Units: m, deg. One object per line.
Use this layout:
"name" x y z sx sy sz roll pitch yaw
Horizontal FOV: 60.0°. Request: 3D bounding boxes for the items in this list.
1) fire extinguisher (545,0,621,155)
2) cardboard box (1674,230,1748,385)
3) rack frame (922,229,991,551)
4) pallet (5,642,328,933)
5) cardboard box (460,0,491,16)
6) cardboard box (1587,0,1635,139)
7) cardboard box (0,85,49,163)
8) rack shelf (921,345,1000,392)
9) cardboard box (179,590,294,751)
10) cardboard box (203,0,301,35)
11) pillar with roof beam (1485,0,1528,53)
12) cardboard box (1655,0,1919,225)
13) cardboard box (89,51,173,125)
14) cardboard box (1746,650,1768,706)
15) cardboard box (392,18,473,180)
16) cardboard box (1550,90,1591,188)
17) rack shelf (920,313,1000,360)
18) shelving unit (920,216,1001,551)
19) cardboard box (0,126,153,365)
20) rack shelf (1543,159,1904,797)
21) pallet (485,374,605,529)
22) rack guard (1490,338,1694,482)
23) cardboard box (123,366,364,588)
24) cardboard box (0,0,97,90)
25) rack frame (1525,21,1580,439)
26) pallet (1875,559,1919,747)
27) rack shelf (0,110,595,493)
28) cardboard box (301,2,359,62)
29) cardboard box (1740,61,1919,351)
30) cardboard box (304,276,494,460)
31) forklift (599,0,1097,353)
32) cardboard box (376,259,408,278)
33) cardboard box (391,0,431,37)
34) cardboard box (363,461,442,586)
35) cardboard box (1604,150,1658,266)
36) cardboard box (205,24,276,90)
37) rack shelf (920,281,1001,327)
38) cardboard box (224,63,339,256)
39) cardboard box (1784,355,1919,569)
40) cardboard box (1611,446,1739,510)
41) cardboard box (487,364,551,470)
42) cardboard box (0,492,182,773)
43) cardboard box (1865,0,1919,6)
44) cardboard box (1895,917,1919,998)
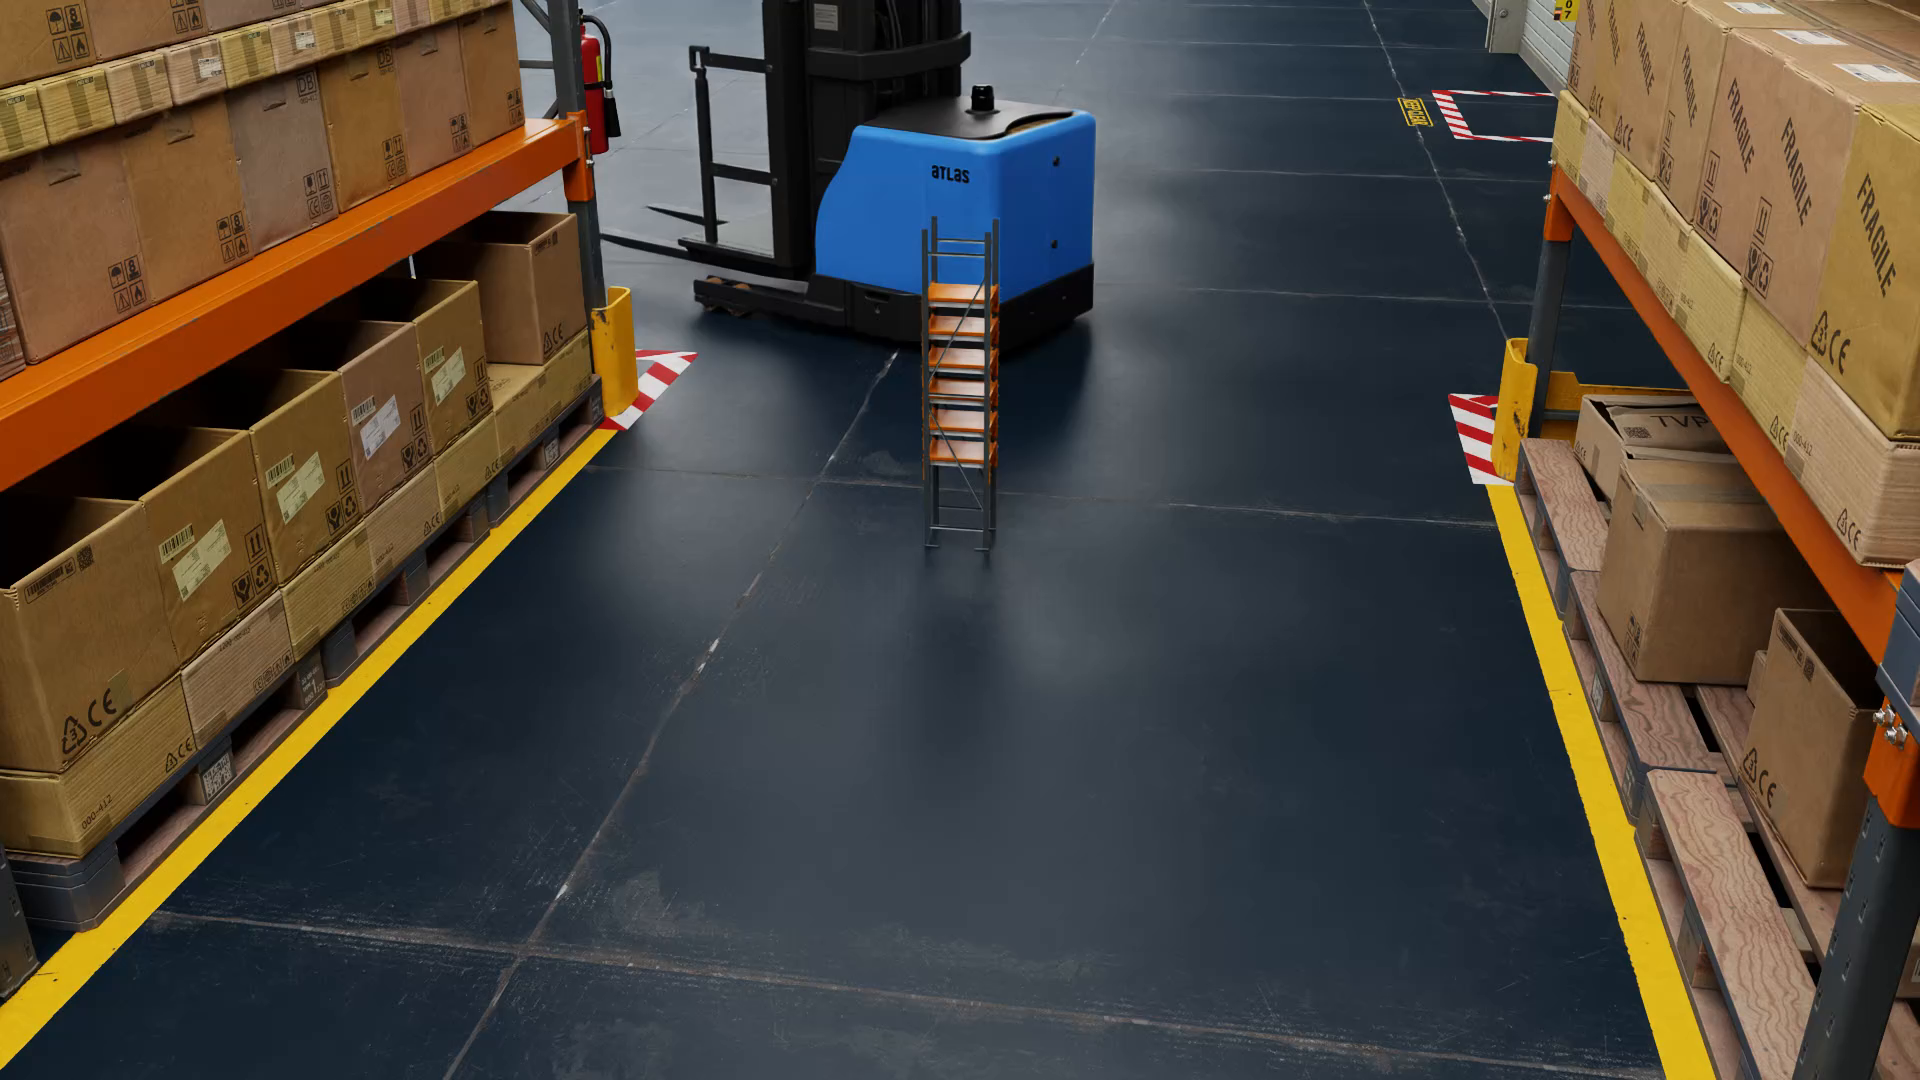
"fire extinguisher" -1.601 -1.986 7.045 0.296 0.674 0.183 4 25 9
"cardboard box" 2.090 -0.568 4.079 0.500 0.250 0.500 4 25 8
"rack frame" -0.013 -0.511 5.927 0.240 1.200 0.006 4 25 9
"pallet" -2.561 0.603 4.713 1.003 0.211 1.213 4 25 9
"cardboard box" -1.995 -2.060 6.229 0.380 0.149 0.250 5 25 10
"cardboard box" 2.344 -1.558 5.308 0.500 0.500 0.500 4 25 9
"cardboard box" -2.416 -0.982 3.926 0.380 0.149 0.250 3 25 7
"rack shelf" 0.002 -0.618 5.977 0.258 0.103 0.180 4 25 9
"cardboard box" -2.271 0.343 4.727 0.500 0.250 0.500 4 25 9
"cardboard box" -2.420 -1.779 4.864 0.700 0.500 0.500 4 25 9
"pillar with roof beam" 1.262 -9.343 15.596 9.100 9.000 0.400 4 25 9
"cardboard box" 2.181 -1.125 4.384 0.500 0.500 0.500 5 26 10
"cardboard box" -2.332 -1.196 4.383 0.380 0.149 0.250 3 25 7
"cardboard box" 2.436 0.436 4.625 0.380 0.149 0.250 2 25 4
"cardboard box" -2.249 -1.634 6.085 0.700 0.500 0.500 5 25 10
"cardboard box" 2.416 -1.421 5.900 0.500 0.250 0.500 3 25 7
"rack shelf" 0.002 -0.727 5.926 0.258 0.103 0.180 4 25 9
"shelving unit" 0.002 -0.549 6.009 0.258 1.200 0.189 4 25 9
"cardboard box" -2.586 -0.783 4.266 0.700 0.500 0.500 4 25 8
"rack shelf" 2.482 -0.499 4.627 1.077 0.370 4.000 4 25 9
"pallet" -2.162 -0.418 6.893 1.003 0.211 1.213 4 25 9
"rack guard" 2.797 -0.498 6.724 1.175 0.500 0.348 4 25 9
"cardboard box" -2.184 -0.205 5.014 0.500 0.500 0.500 4 25 9
"cardboard box" -2.585 -1.361 3.970 0.700 0.500 0.500 4 25 8
"rack frame" 2.809 -1.662 6.262 1.000 3.000 0.127 4 25 9
"pallet" 1.887 0.408 2.067 1.003 0.211 1.213 4 25 9
"rack shelf" -2.406 -0.841 5.357 1.077 0.370 4.000 4 25 9
"cardboard box" -2.163 -1.628 5.306 0.380 0.149 0.250 5 25 10
"cardboard box" 2.003 -0.698 3.471 0.500 0.500 0.500 4 25 8
"cardboard box" -2.022 -0.624 5.908 0.500 0.500 0.500 4 25 9
"forklift" -0.806 -2.678 8.514 3.031 2.935 1.130 16 30 31
"cardboard box" -2.466 -0.870 6.433 0.500 0.500 0.500 4 25 9
"cardboard box" -2.080 -1.848 5.776 0.380 0.149 0.250 4 25 9
"cardboard box" -2.108 -0.075 5.621 0.500 0.250 0.500 4 25 9
"cardboard box" 2.256 -0.990 4.980 0.500 0.250 0.500 4 25 8
"cardboard box" -2.248 -1.417 4.855 0.380 0.149 0.250 4 25 8
"rack shelf" 0.002 -0.835 5.875 0.258 0.103 0.180 4 25 9
"cardboard box" -2.418 -1.207 5.172 0.700 0.500 0.500 5 26 10
"cardboard box" 1.934 -0.149 3.183 0.500 0.250 0.500 4 25 9
"cardboard box" 2.514 -0.122 5.624 0.500 0.311 0.500 6 26 13
"cardboard box" -1.945 -0.494 6.514 0.500 0.250 0.500 4 25 9
"cardboard box" -2.348 0.213 4.121 0.500 0.500 0.500 4 25 9
"cardboard box" 2.769 -1.304 4.767 0.500 0.500 0.500 3 25 7
"cardboard box" 2.213 0.869 3.678 0.380 0.166 0.250 1 25 2
